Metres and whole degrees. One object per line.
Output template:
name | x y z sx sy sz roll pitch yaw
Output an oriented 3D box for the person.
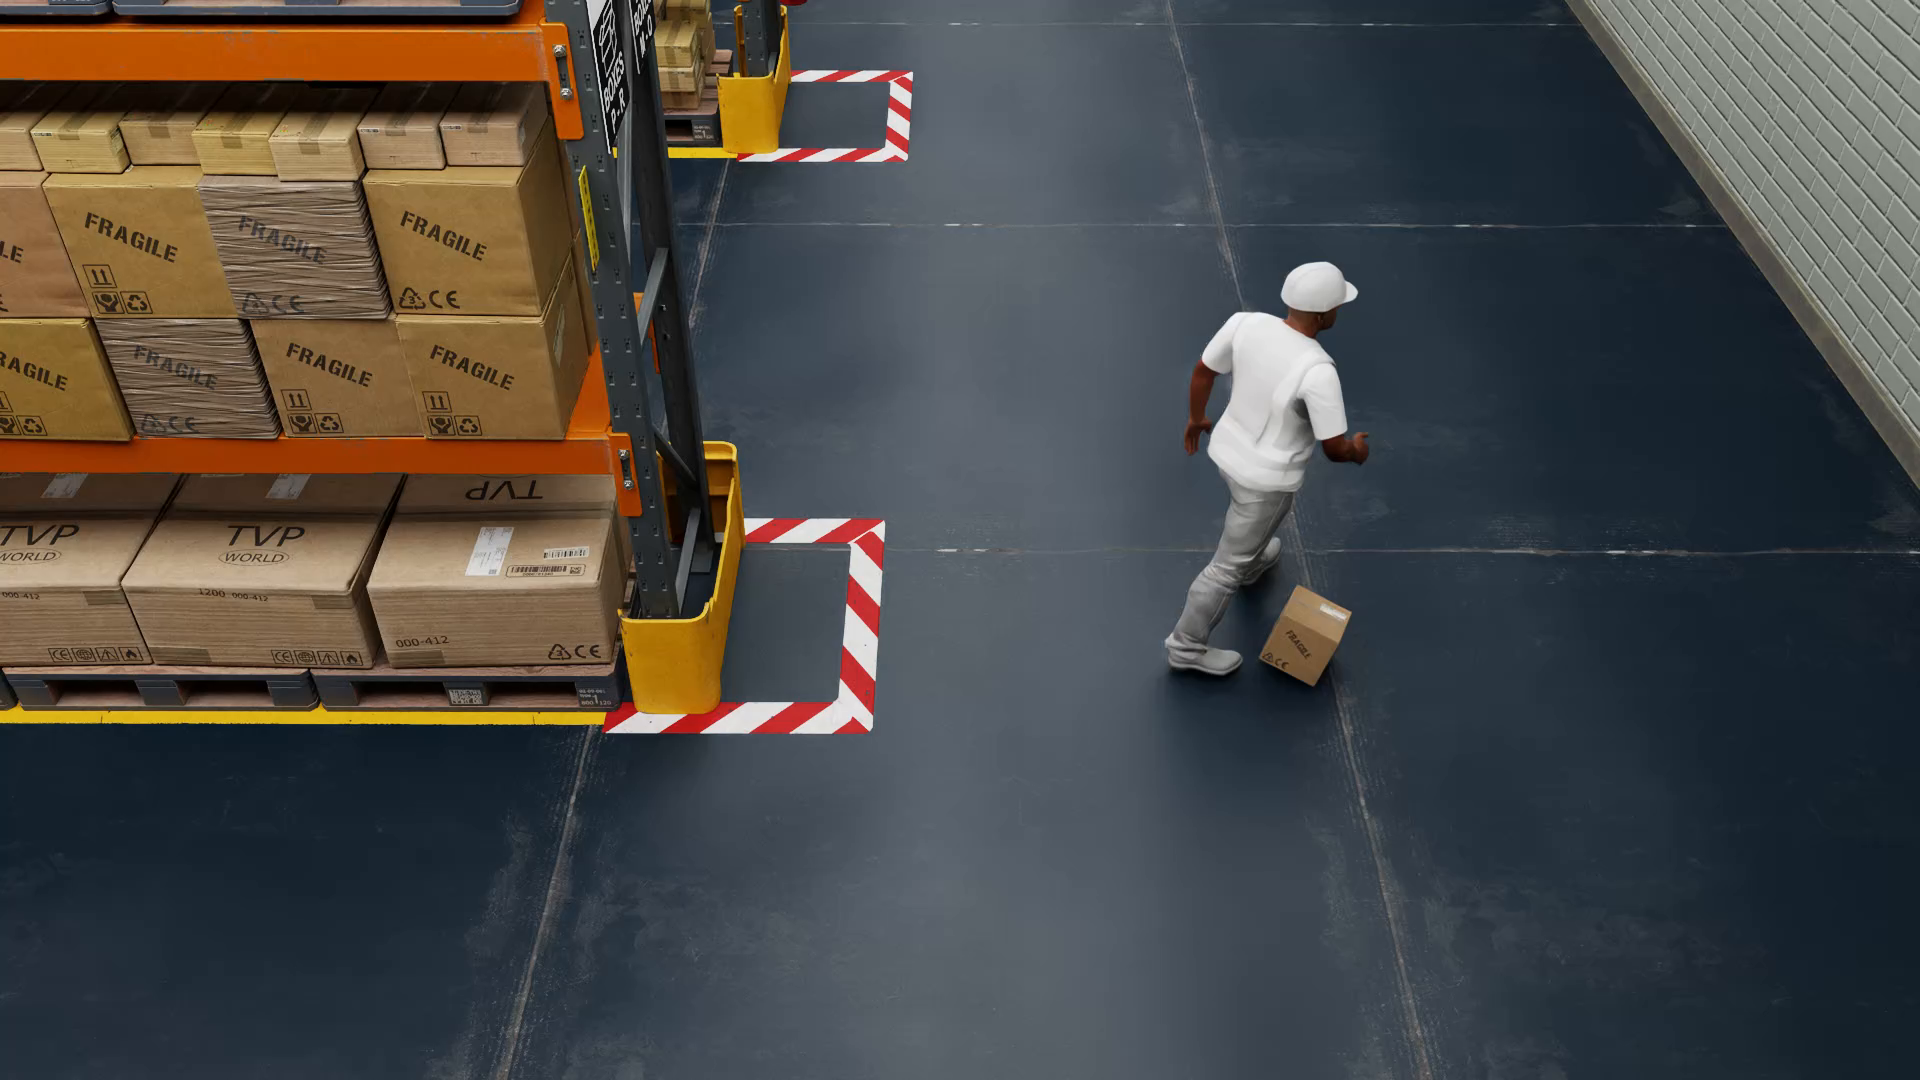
person | 1.176 -0.310 6.533 0.824 1.692 0.705 -16 42 -18
